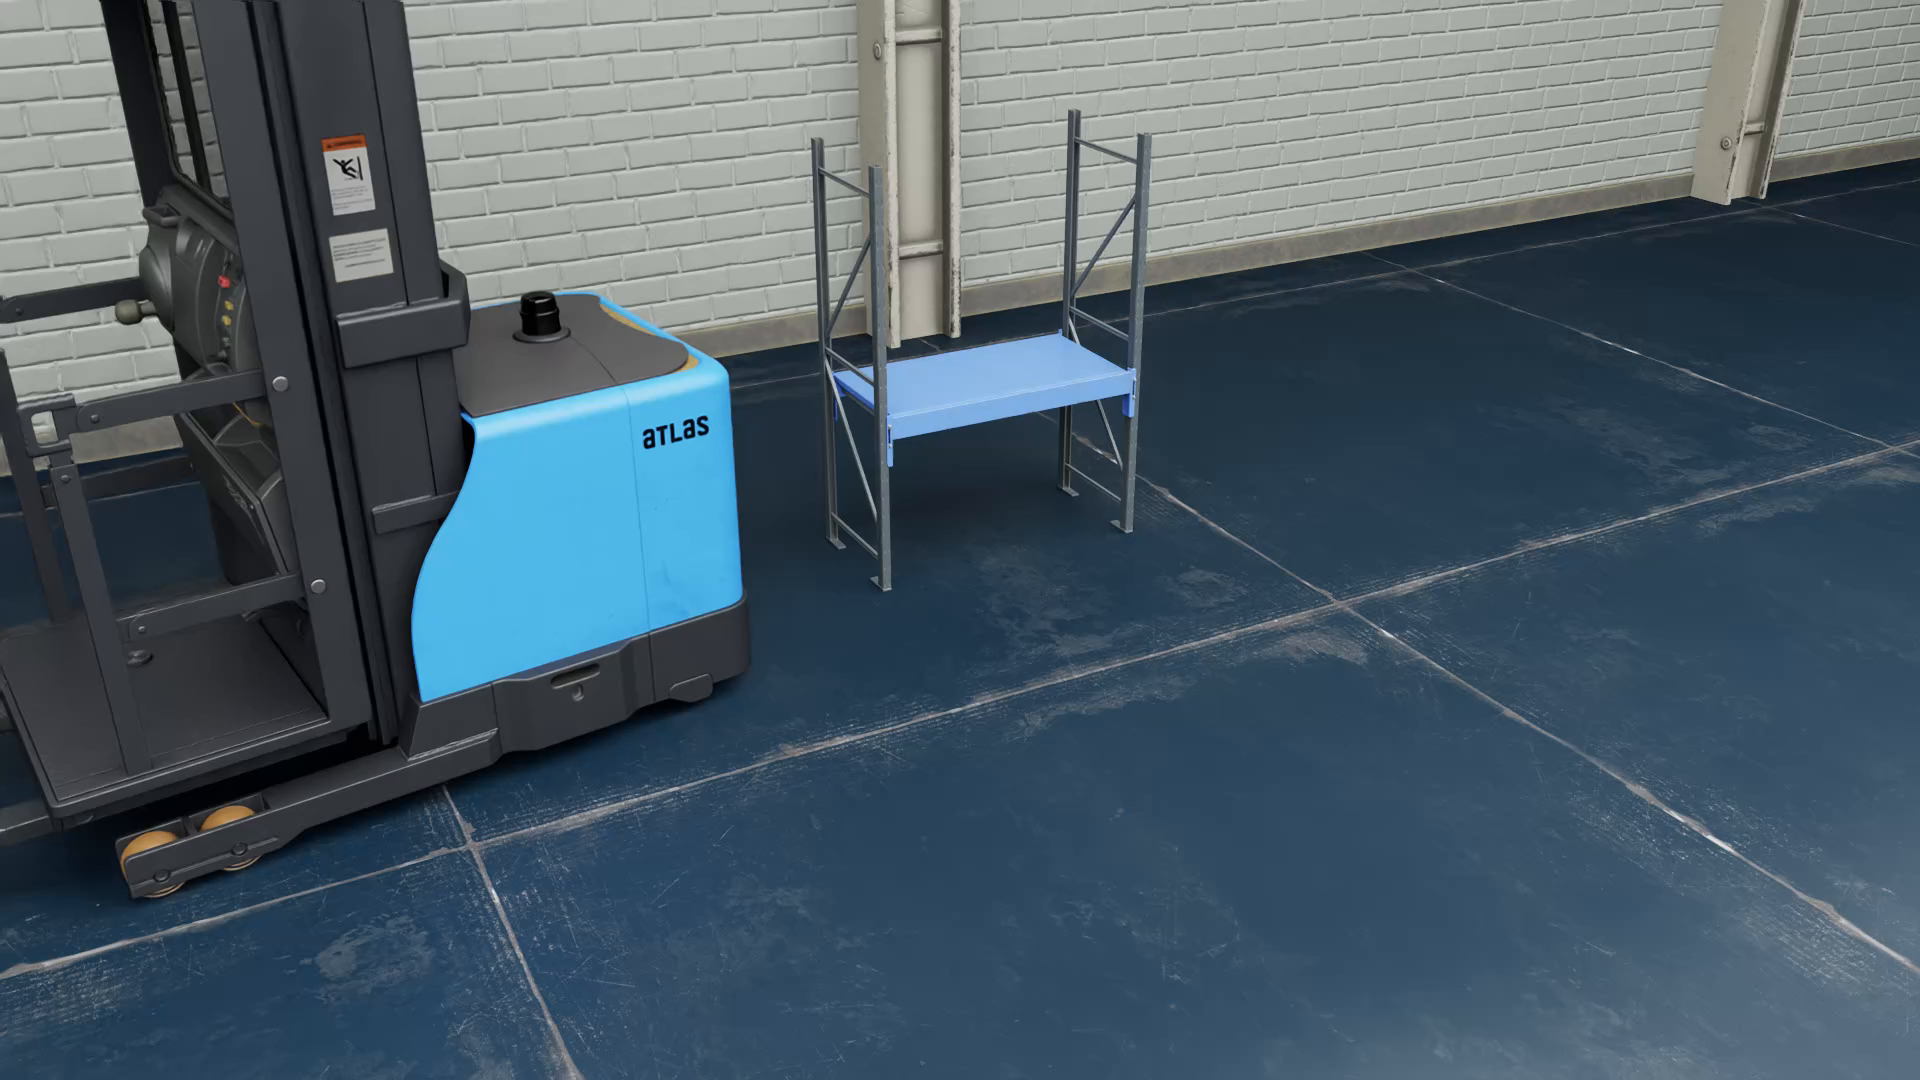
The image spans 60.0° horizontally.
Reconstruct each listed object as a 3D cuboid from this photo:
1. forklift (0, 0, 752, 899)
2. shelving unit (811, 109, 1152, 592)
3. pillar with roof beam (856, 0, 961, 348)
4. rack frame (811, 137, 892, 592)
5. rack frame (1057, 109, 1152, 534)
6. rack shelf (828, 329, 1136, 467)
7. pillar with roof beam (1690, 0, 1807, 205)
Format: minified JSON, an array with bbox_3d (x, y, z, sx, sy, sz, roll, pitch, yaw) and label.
[{"bbox_3d":[-2.152,-0.654,4.226,3.031,2.935,1.130,-17,31,-32],"label":"forklift"},{"bbox_3d":[0.075,-0.693,5.962,1.048,1.500,0.538,-13,29,-25],"label":"shelving unit"},{"bbox_3d":[1.785,-3.459,3.057,0.400,9.000,9.100,-13,29,-25],"label":"pillar with roof beam"},{"bbox_3d":[-0.373,-0.590,5.746,0.032,1.500,0.500,-13,29,-25],"label":"rack frame"},{"bbox_3d":[0.524,-0.797,6.177,0.032,1.500,0.500,-13,29,-25],"label":"rack frame"},{"bbox_3d":[0.075,-0.531,6.039,1.000,0.185,0.538,-13,29,-25],"label":"rack shelf"},{"bbox_3d":[7.080,-4.681,5.602,0.400,9.000,9.100,-13,29,-25],"label":"pillar with roof beam"}]
